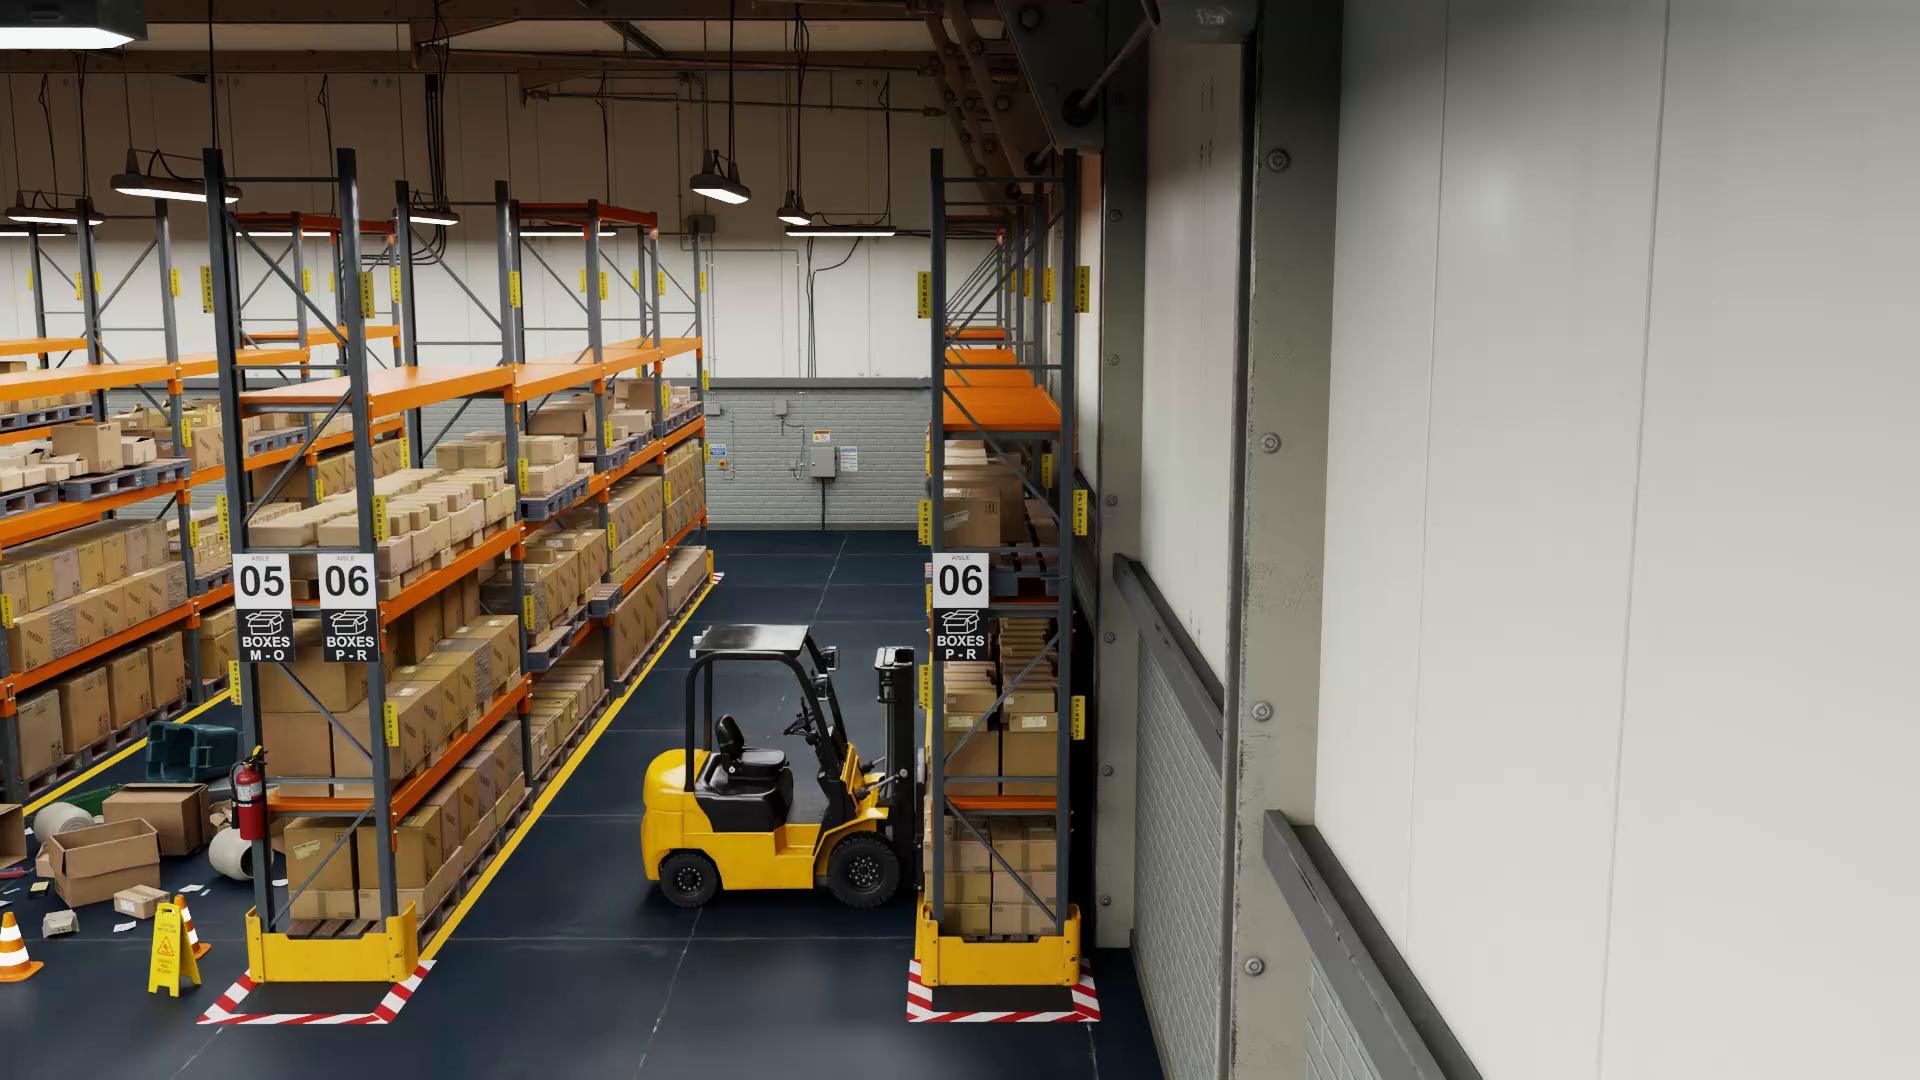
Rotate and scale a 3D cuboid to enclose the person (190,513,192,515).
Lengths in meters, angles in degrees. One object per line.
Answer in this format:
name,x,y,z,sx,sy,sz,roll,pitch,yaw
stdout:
person,-11.287,0.381,24.656,0.691,1.716,1.043,1,9,4
